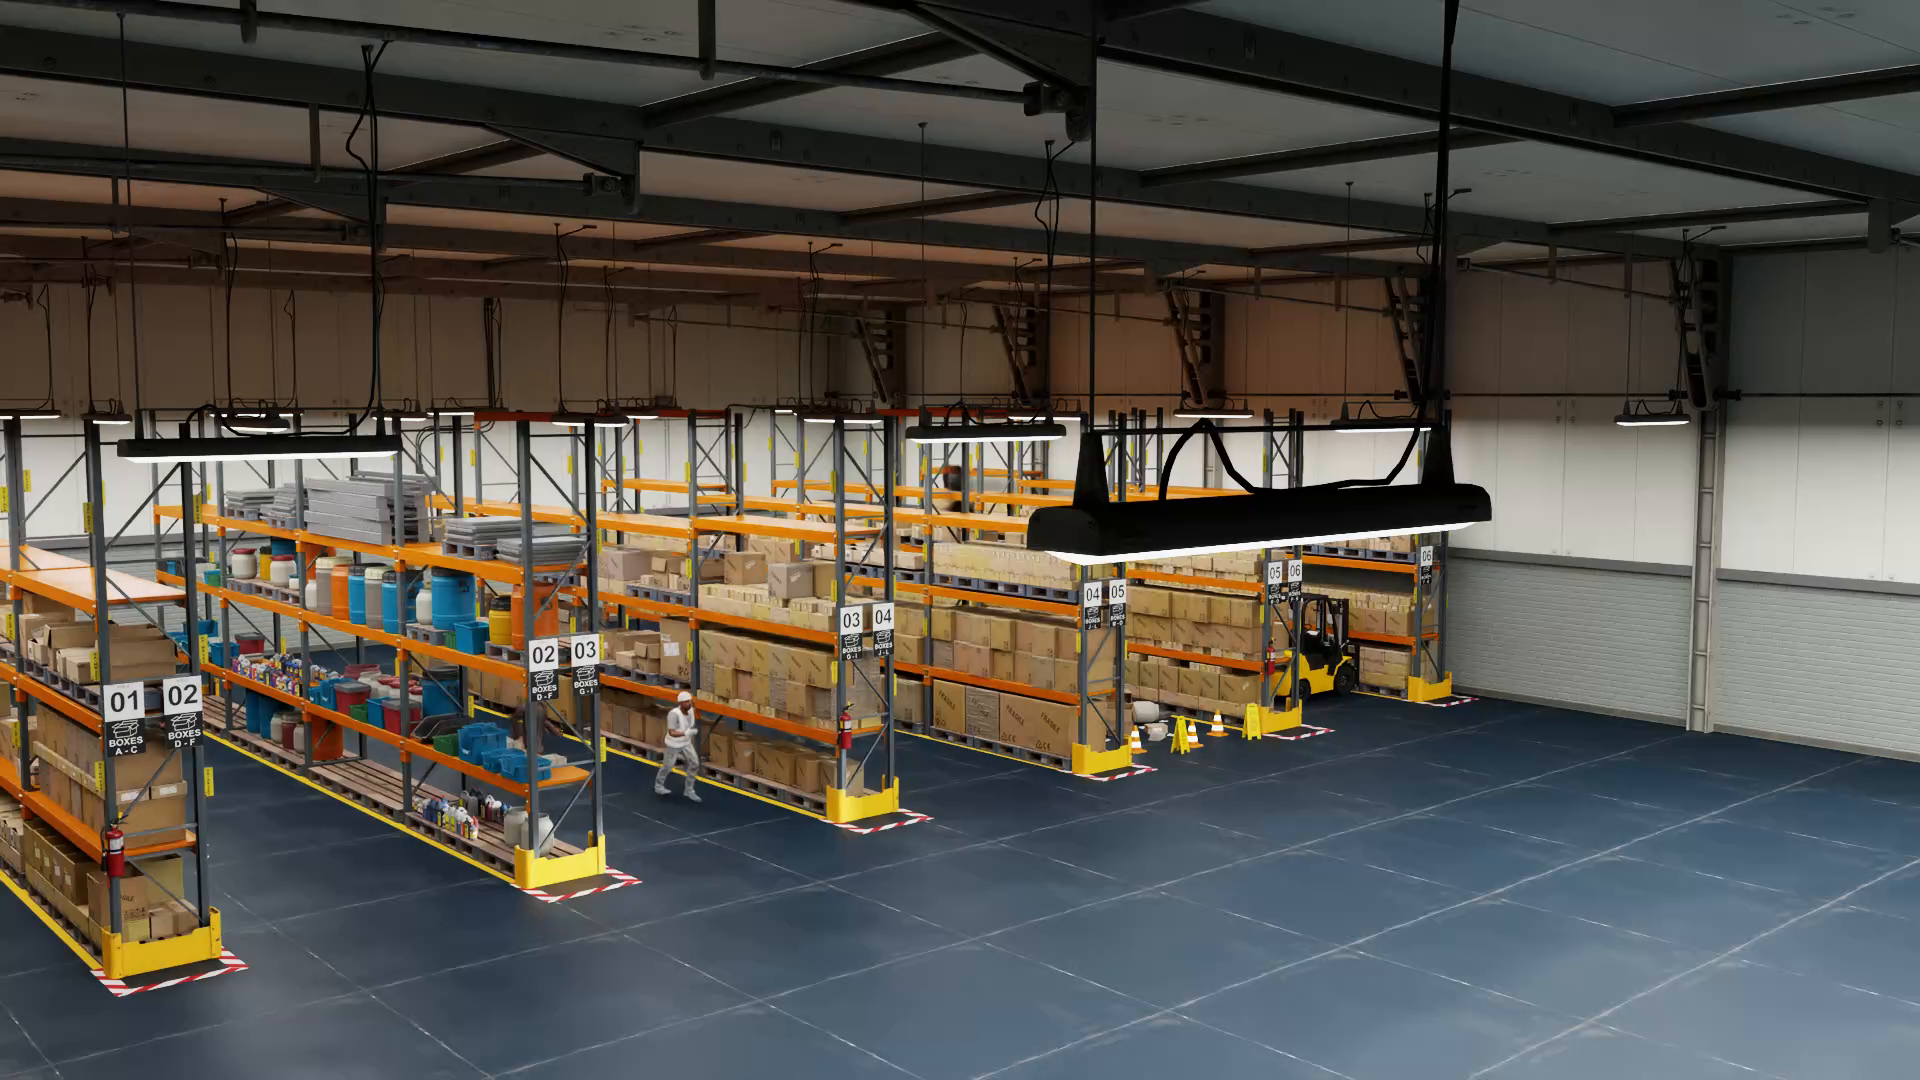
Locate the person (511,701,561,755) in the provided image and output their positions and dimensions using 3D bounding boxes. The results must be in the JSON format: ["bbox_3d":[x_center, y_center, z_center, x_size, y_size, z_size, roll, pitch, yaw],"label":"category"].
[{"bbox_3d":[-6.680,3.194,26.055,0.863,1.825,0.626,2,5,24],"label":"person"}]

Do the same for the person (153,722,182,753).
[{"bbox_3d":[-12.950,3.130,27.095,0.756,1.673,0.654,4,6,38],"label":"person"}]

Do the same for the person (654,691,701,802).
[{"bbox_3d":[-4.335,3.131,25.849,0.934,1.610,0.703,4,6,38],"label":"person"}]

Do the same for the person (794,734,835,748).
[{"bbox_3d":[-2.613,2.900,29.828,0.794,1.651,0.607,2,5,23],"label":"person"}]
